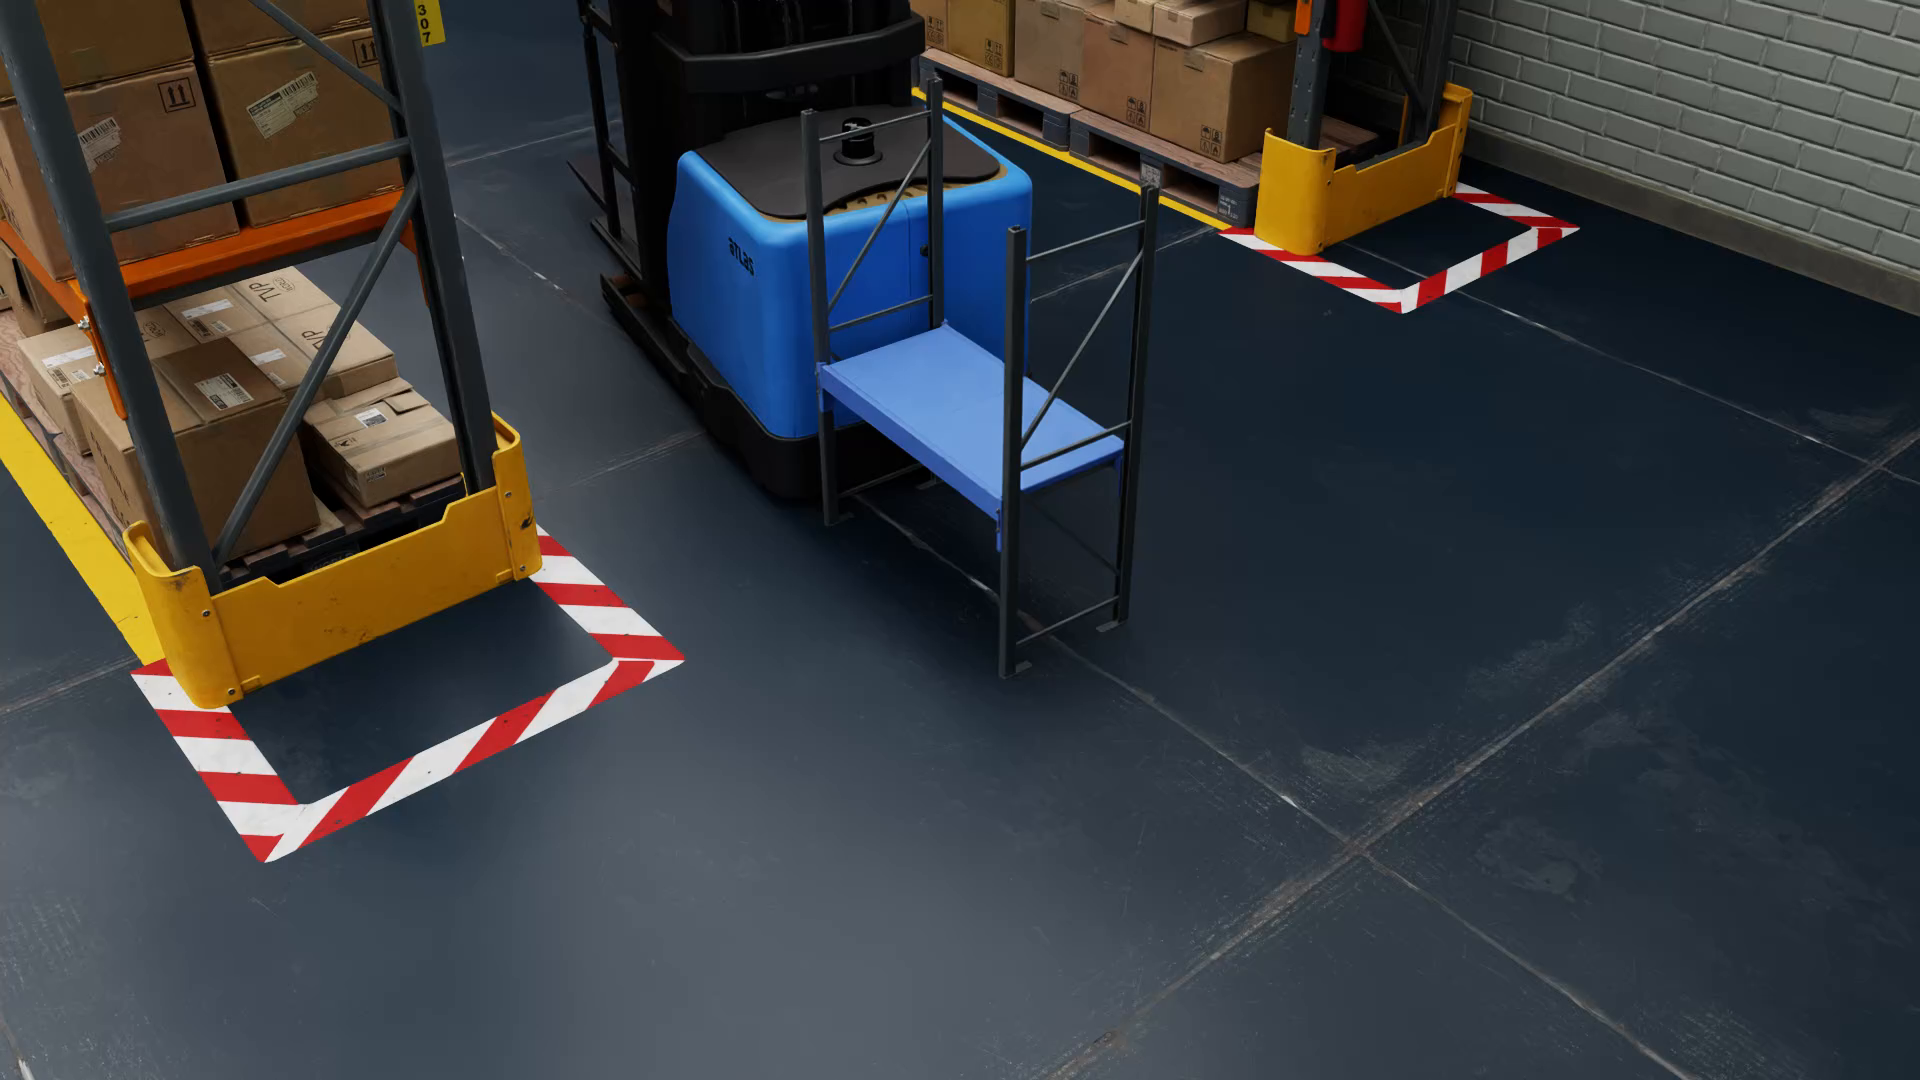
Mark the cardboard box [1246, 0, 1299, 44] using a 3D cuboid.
[{"bbox_3d":[1.592,-2.513,7.941,0.380,0.149,0.250,-26,43,-31],"label":"cardboard box"}]

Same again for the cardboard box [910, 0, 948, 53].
[{"bbox_3d":[0.032,-3.132,9.376,0.700,0.500,0.500,-26,43,-32],"label":"cardboard box"}]

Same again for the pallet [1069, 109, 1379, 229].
[{"bbox_3d":[1.311,-1.992,8.380,1.003,0.211,1.213,-26,43,-32],"label":"pallet"}]

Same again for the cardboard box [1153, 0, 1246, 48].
[{"bbox_3d":[1.137,-2.482,7.898,0.380,0.149,0.250,-27,43,-32],"label":"cardboard box"}]

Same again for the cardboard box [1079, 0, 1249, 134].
[{"bbox_3d":[1.036,-2.450,8.413,0.700,0.500,0.500,-26,43,-32],"label":"cardboard box"}]

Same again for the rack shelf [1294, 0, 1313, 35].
[{"bbox_3d":[0.596,-3.395,8.571,1.077,0.370,4.000,-26,43,-32],"label":"rack shelf"}]

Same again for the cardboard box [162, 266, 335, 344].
[{"bbox_3d":[-2.674,-0.802,6.285,0.500,0.250,0.500,-26,43,-32],"label":"cardboard box"}]

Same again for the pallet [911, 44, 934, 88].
[{"bbox_3d":[-0.263,-3.069,9.901,1.003,0.211,1.213,-26,43,-32],"label":"pallet"}]

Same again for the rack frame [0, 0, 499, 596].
[{"bbox_3d":[-1.895,-0.957,4.506,1.000,3.000,0.127,-26,43,-32],"label":"rack frame"}]

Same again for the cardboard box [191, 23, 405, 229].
[{"bbox_3d":[-1.980,-1.292,4.892,0.500,0.500,0.500,-25,42,-31],"label":"cardboard box"}]

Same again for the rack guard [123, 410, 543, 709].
[{"bbox_3d":[-1.944,0.030,5.275,1.175,0.500,0.348,-26,43,-32],"label":"rack guard"}]

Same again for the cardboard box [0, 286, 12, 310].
[{"bbox_3d":[-3.805,-1.102,6.781,0.380,0.166,0.250,-26,43,-32],"label":"cardboard box"}]

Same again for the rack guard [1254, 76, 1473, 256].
[{"bbox_3d":[1.902,-1.775,7.824,1.175,0.500,0.348,-26,43,-32],"label":"rack guard"}]

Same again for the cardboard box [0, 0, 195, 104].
[{"bbox_3d":[-2.392,-1.499,4.320,0.500,0.500,0.500,-26,43,-32],"label":"cardboard box"}]

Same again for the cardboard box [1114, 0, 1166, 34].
[{"bbox_3d":[0.971,-2.595,8.057,0.380,0.149,0.250,-25,42,-31],"label":"cardboard box"}]

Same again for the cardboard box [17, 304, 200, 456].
[{"bbox_3d":[-3.024,-0.593,5.990,0.500,0.250,0.500,-26,43,-32],"label":"cardboard box"}]

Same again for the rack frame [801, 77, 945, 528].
[{"bbox_3d":[-0.265,-0.744,5.503,0.500,1.500,0.032,-23,41,-29],"label":"rack frame"}]

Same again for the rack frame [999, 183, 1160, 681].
[{"bbox_3d":[0.331,-0.268,4.831,0.500,1.500,0.032,-23,41,-29],"label":"rack frame"}]

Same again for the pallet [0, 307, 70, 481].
[{"bbox_3d":[-3.242,-0.742,6.616,1.003,0.211,1.213,-26,43,-32],"label":"pallet"}]

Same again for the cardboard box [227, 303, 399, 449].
[{"bbox_3d":[-2.352,-0.581,5.973,0.500,0.250,0.500,-26,43,-32],"label":"cardboard box"}]

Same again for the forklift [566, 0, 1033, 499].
[{"bbox_3d":[-0.874,-2.175,6.285,1.130,2.935,3.031,-17,39,-23],"label":"forklift"}]

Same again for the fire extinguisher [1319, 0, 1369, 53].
[{"bbox_3d":[1.632,-2.383,6.910,0.296,0.674,0.183,-26,43,-32],"label":"fire extinguisher"}]

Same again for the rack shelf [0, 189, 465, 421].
[{"bbox_3d":[-3.185,-1.546,5.960,1.077,0.370,4.000,-26,43,-32],"label":"rack shelf"}]

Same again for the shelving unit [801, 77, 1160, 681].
[{"bbox_3d":[0.033,-0.506,5.167,0.538,1.500,1.048,-23,41,-29],"label":"shelving unit"}]

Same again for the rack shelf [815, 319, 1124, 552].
[{"bbox_3d":[0.033,-0.359,5.271,0.538,0.185,1.000,-23,41,-29],"label":"rack shelf"}]

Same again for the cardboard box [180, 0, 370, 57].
[{"bbox_3d":[-1.980,-1.700,4.603,0.500,0.500,0.500,-25,42,-30],"label":"cardboard box"}]

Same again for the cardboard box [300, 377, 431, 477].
[{"bbox_3d":[-2.064,-0.403,5.795,0.380,0.166,0.250,-26,43,-32],"label":"cardboard box"}]

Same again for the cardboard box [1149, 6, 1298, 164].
[{"bbox_3d":[1.359,-2.229,8.101,0.700,0.500,0.500,-26,43,-32],"label":"cardboard box"}]

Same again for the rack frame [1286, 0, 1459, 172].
[{"bbox_3d":[1.887,-2.806,7.117,1.000,3.000,0.127,-26,43,-32],"label":"rack frame"}]

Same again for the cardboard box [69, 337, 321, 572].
[{"bbox_3d":[-2.434,-0.264,5.310,0.500,0.500,0.500,-26,43,-32],"label":"cardboard box"}]

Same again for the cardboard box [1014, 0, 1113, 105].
[{"bbox_3d":[0.711,-2.672,8.726,0.700,0.500,0.500,-28,44,-33],"label":"cardboard box"}]

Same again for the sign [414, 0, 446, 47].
[{"bbox_3d":[-1.480,-1.512,4.541,0.100,0.325,0.005,-26,43,-32],"label":"sign"}]

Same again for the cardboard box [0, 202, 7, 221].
[{"bbox_3d":[-2.729,-1.321,4.934,0.500,0.500,0.500,-26,43,-31],"label":"cardboard box"}]

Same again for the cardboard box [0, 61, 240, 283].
[{"bbox_3d":[-2.392,-1.094,4.612,0.500,0.500,0.500,-25,42,-30],"label":"cardboard box"}]

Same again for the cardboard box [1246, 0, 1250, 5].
[{"bbox_3d":[1.265,-2.736,8.257,0.380,0.149,0.250,-26,43,-32],"label":"cardboard box"}]

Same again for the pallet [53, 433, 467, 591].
[{"bbox_3d":[-2.459,-0.204,5.855,1.003,0.211,1.213,-26,43,-32],"label":"pallet"}]

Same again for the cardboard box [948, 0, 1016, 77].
[{"bbox_3d":[0.361,-2.904,9.055,0.700,0.500,0.500,-25,42,-31],"label":"cardboard box"}]

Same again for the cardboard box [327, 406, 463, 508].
[{"bbox_3d":[-1.903,-0.286,5.644,0.380,0.149,0.250,-26,43,-32],"label":"cardboard box"}]

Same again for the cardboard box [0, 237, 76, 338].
[{"bbox_3d":[-3.260,-1.056,6.425,0.797,0.503,0.637,-26,43,-32],"label":"cardboard box"}]

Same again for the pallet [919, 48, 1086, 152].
[{"bbox_3d":[0.528,-2.530,9.140,1.003,0.211,1.213,-26,43,-32],"label":"pallet"}]
